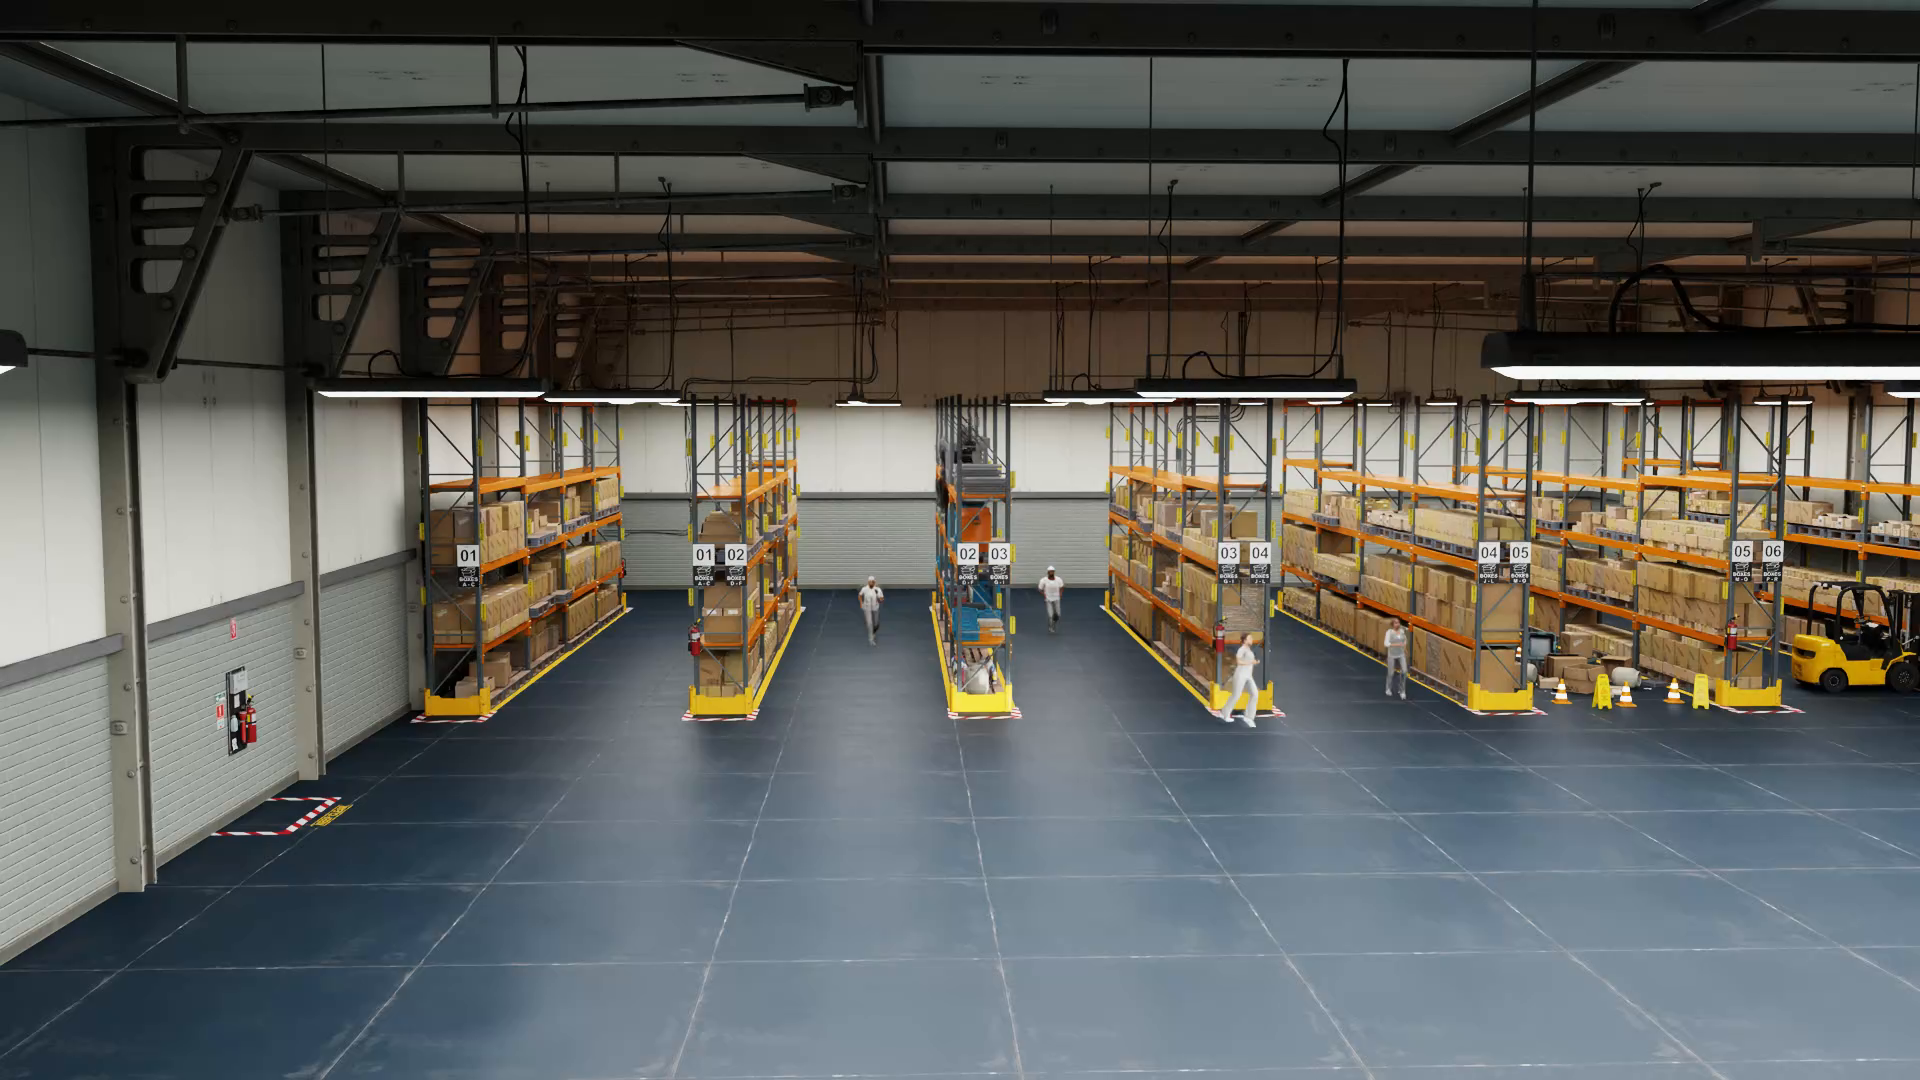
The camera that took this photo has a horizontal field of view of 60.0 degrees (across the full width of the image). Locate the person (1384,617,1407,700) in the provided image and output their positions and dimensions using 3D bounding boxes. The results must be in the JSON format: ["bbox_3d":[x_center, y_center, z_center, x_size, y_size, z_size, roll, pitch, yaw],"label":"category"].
[{"bbox_3d":[8.627,2.345,32.858,0.526,1.648,0.683,0,5,-4],"label":"person"}]

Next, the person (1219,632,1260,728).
[{"bbox_3d":[5.116,2.527,30.153,0.738,1.725,0.569,3,6,37],"label":"person"}]

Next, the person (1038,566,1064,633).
[{"bbox_3d":[2.345,1.525,42.326,0.674,1.721,0.569,-1,5,-7],"label":"person"}]

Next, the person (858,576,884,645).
[{"bbox_3d":[-2.155,1.702,40.519,0.610,1.644,0.855,-1,5,-9],"label":"person"}]
